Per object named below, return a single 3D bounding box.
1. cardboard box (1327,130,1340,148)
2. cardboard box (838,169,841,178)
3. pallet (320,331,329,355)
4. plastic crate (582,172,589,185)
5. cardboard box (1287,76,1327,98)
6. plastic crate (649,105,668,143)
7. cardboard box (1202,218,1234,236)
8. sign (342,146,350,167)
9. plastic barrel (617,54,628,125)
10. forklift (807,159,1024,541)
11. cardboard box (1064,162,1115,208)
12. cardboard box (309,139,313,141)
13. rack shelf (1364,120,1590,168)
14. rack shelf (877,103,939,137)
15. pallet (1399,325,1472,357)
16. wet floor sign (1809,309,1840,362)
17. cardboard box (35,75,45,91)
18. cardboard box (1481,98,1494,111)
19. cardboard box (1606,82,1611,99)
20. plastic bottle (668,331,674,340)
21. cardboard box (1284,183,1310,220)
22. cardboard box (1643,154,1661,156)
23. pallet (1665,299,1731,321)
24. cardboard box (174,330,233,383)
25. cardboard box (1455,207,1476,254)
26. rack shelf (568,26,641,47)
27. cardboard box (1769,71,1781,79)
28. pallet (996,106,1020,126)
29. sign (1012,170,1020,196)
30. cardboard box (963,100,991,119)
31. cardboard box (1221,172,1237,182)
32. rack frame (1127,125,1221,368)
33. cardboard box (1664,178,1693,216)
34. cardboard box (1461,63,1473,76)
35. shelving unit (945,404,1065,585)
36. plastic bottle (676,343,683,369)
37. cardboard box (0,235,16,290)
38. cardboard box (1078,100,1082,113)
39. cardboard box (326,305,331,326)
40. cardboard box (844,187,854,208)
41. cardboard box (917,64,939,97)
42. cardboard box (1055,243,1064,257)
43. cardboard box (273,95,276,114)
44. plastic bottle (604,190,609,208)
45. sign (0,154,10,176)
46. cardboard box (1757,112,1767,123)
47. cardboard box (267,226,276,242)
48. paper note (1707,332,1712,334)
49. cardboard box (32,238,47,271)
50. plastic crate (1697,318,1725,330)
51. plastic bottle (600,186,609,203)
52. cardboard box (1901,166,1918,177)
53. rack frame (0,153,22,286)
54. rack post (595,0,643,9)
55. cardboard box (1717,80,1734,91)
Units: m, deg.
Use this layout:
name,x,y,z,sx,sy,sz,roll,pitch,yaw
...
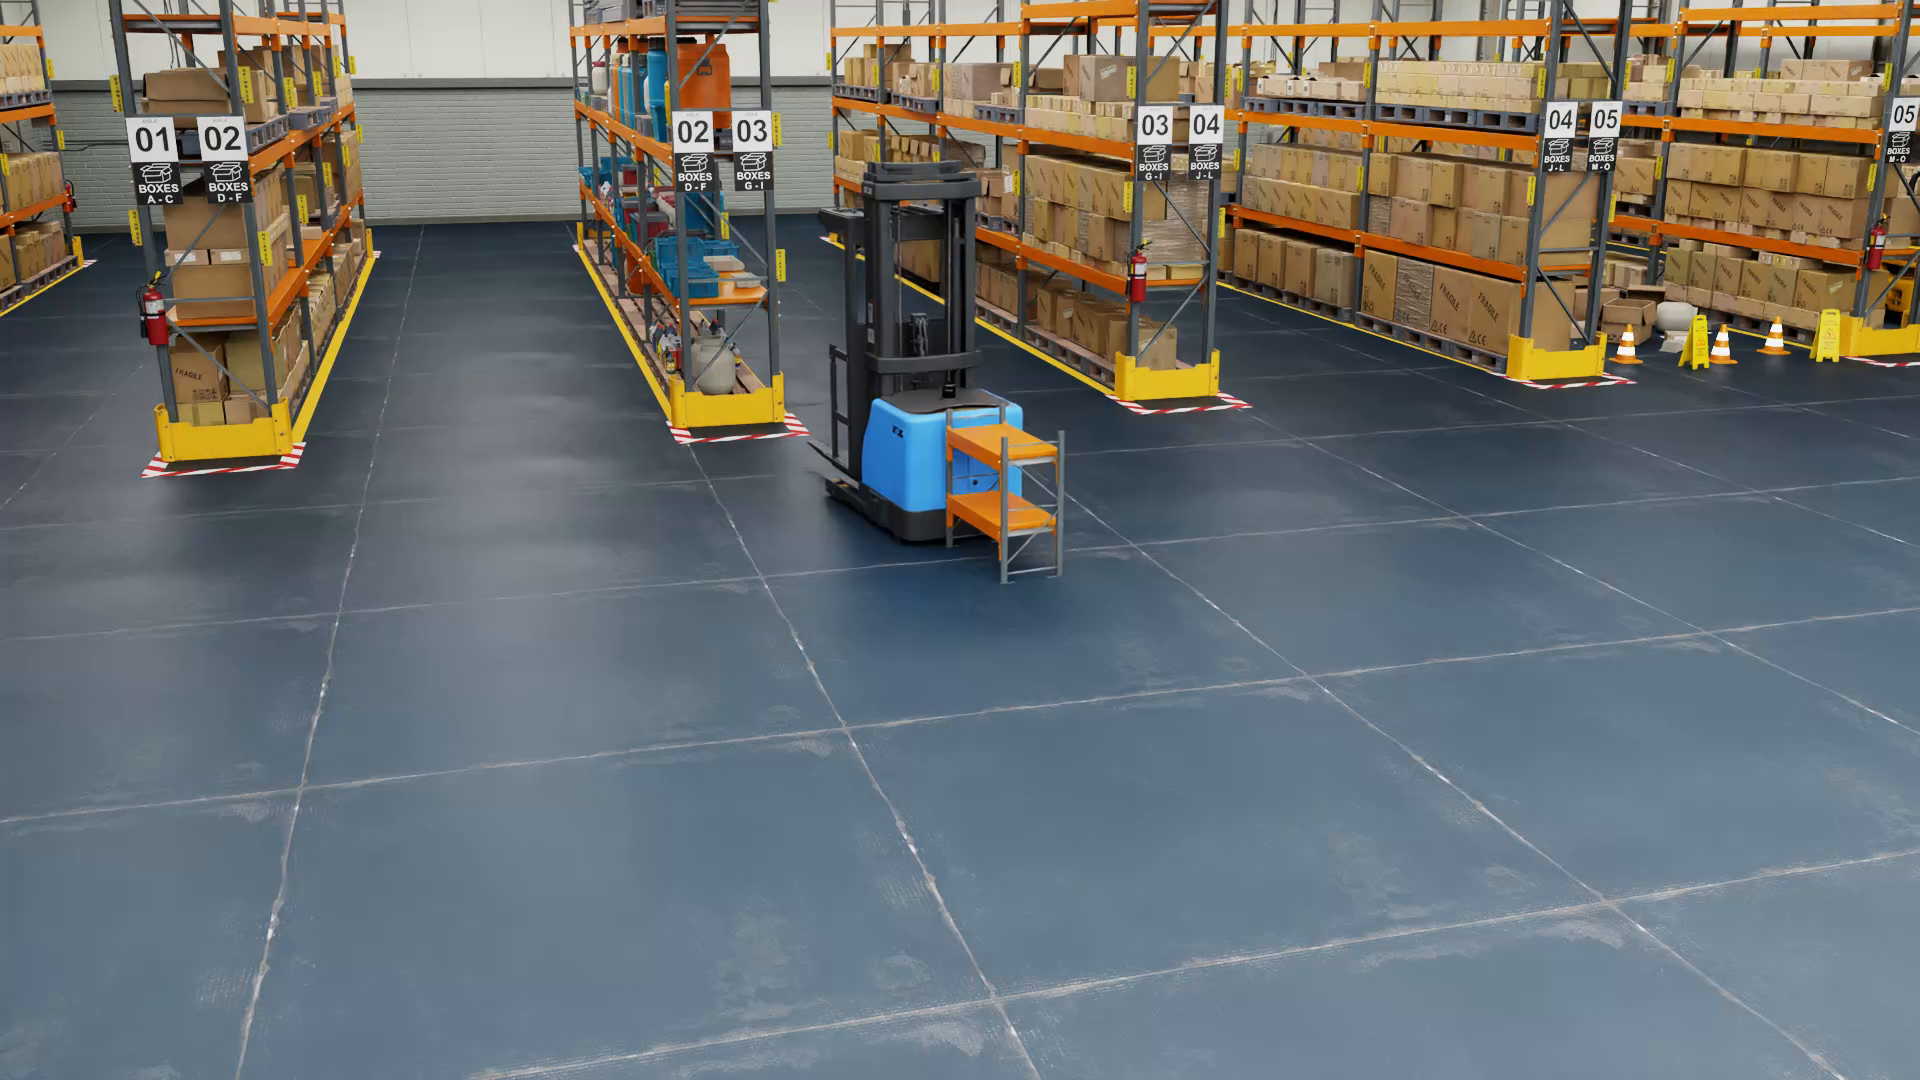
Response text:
name,x,y,z,sx,sy,sz,roll,pitch,yaw
cardboard box,7.795,-8.225,33.707,0.500,0.500,0.500,-5,17,-15
cardboard box,-2.175,-7.176,32.565,0.380,0.149,0.250,-5,17,-16
pallet,-8.834,-2.594,21.719,1.003,0.211,1.213,-5,17,-15
plastic crate,-6.676,-6.590,30.364,0.416,0.233,0.300,-5,17,-15
cardboard box,5.234,-6.788,24.872,0.500,0.311,0.500,-5,17,-16
plastic crate,-3.206,-4.607,18.389,0.392,0.384,0.575,-5,17,-15
cardboard box,4.379,-5.313,28.238,0.500,0.250,0.500,-4,17,-14
sign,-9.921,-6.202,26.874,0.100,0.325,0.005,-5,17,-15
plastic barrel,-4.199,-5.943,21.937,0.600,0.901,0.708,-5,17,-15
forklift,-0.537,-1.775,14.266,1.130,2.935,3.031,-7,18,-23
cardboard box,1.574,-4.283,20.068,0.500,0.500,0.500,-5,17,-15
cardboard box,-10.985,-6.391,27.602,0.500,0.500,0.500,-5,17,-16
rack shelf,6.617,-5.075,21.171,1.077,0.370,4.000,-5,17,-15
rack shelf,-0.378,-6.924,27.325,1.077,0.370,4.000,-5,17,-15
pallet,6.540,-2.646,21.895,1.003,0.211,1.213,-5,17,-15
wet floor sign,10.922,-2.585,20.935,0.267,0.644,0.232,1,17,4
cardboard box,-15.858,-7.749,28.178,0.500,0.250,0.500,-4,17,-14
cardboard box,6.541,-5.271,20.106,0.380,0.149,0.250,-5,17,-15
cardboard box,10.226,-6.953,25.703,0.500,0.250,0.500,-4,17,-15
plastic bottle,-3.513,-2.398,20.200,0.097,0.271,0.097,0,17,0
cardboard box,5.247,-5.127,25.134,0.500,0.500,0.500,-5,17,-16
cardboard box,10.685,-5.776,26.046,0.500,0.500,0.500,-5,17,-16
pallet,11.018,-3.437,24.529,1.003,0.211,1.213,-5,17,-15
cardboard box,-7.878,-1.927,17.401,0.500,0.500,0.500,-5,17,-15
cardboard box,6.816,-3.916,21.015,0.875,0.550,0.550,-5,17,-15
rack shelf,-6.240,-8.884,29.331,1.077,0.370,4.000,-5,17,-15
cardboard box,14.636,-8.278,29.632,0.380,0.149,0.250,-5,18,-17
pallet,1.204,-5.698,22.320,1.213,0.211,1.003,-5,17,-15
sign,0.738,-4.682,21.812,0.100,0.325,0.005,-5,17,-15
cardboard box,0.347,-6.210,23.958,0.500,0.250,0.500,-4,17,-14
cardboard box,4.395,-5.967,27.292,0.380,0.149,0.250,-4,17,-14
rack frame,2.370,-3.066,18.445,1.000,3.000,0.127,-5,17,-15
cardboard box,10.652,-5.002,24.201,0.500,0.500,0.500,-5,17,-15
cardboard box,6.399,-5.795,20.464,0.380,0.149,0.250,-5,17,-16
shelving unit,0.330,-0.370,12.729,0.538,1.125,1.048,-7,18,-23
plastic bottle,-3.259,-2.138,19.312,0.061,0.283,0.133,-5,17,-15
cardboard box,-14.912,-4.212,25.268,0.750,0.750,0.750,-4,17,-15
cardboard box,1.612,-5.114,19.616,0.380,0.149,0.250,-6,18,-18
cardboard box,-8.695,-2.973,22.185,0.500,0.250,0.500,-4,17,-14
cardboard box,-1.774,-6.505,32.855,0.875,0.875,0.875,-5,17,-15
cardboard box,-0.387,-7.359,26.620,0.500,0.500,0.500,-4,17,-12
cardboard box,1.408,-3.625,20.743,0.380,0.149,0.250,-5,17,-15
cardboard box,-8.569,-5.279,20.129,0.500,0.250,0.500,-6,18,-21
plastic bottle,-5.611,-5.456,26.617,0.152,0.276,0.135,-5,17,-15
sign,-14.697,-5.773,25.581,0.100,0.325,0.005,-5,17,-15
cardboard box,11.073,-5.739,22.567,0.380,0.149,0.250,-5,17,-15
cardboard box,-7.551,-3.266,17.809,0.380,0.149,0.250,-4,17,-13
paper note,10.282,-2.866,22.941,0.142,0.019,0.148,-12,20,-34
cardboard box,-15.596,-4.711,27.535,0.700,0.500,0.500,-4,17,-14
plastic crate,10.442,-3.058,23.495,0.402,0.080,0.583,-12,20,-34
plastic bottle,-5.829,-5.675,27.346,0.152,0.276,0.135,-5,17,-15
cardboard box,15.175,-5.855,26.428,0.380,0.149,0.250,-5,17,-16
rack frame,-15.216,-5.210,25.584,1.000,3.000,0.127,-5,17,-15
rack post,-4.829,-7.921,24.312,0.954,0.300,0.937,-5,17,-15
cardboard box,10.782,-6.323,23.124,0.380,0.149,0.250,-5,17,-16
